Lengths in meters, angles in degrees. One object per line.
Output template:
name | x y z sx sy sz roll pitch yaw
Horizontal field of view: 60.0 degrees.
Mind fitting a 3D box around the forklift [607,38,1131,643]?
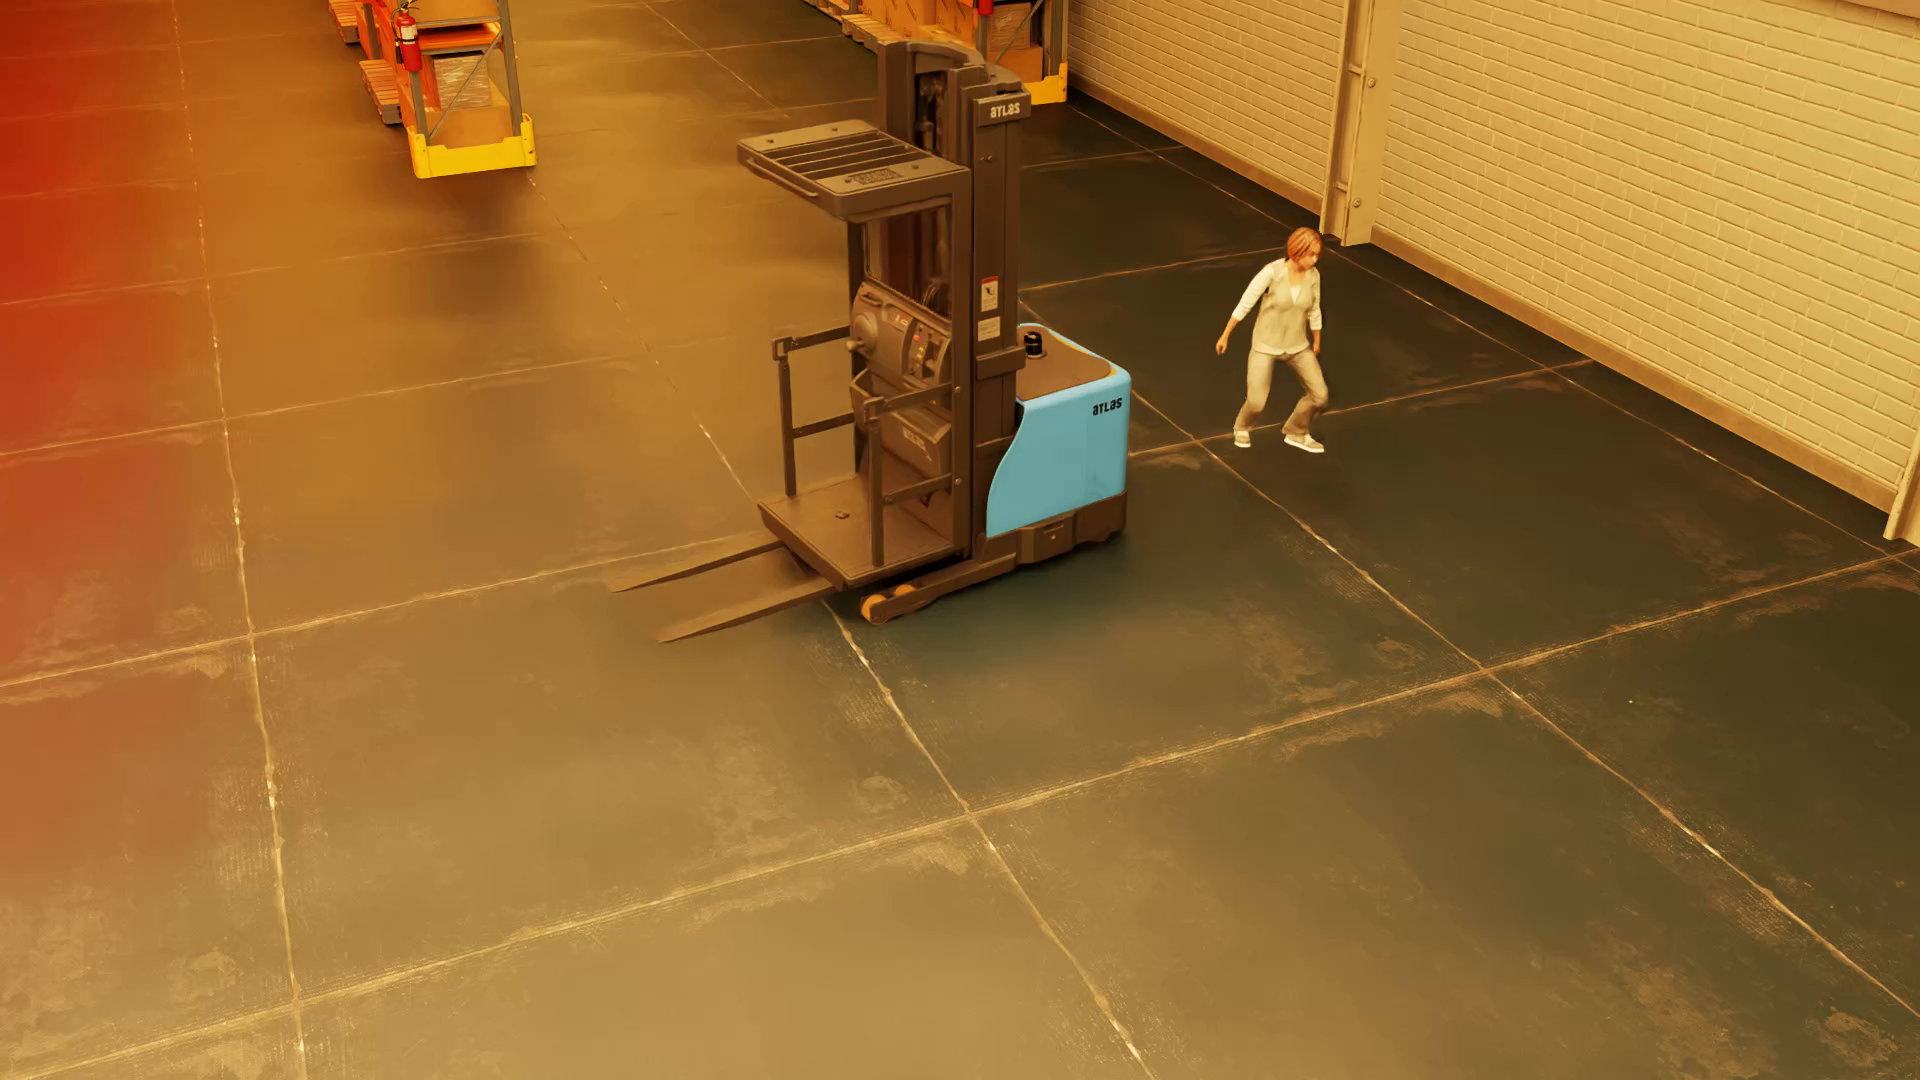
forklift | -0.504 -1.098 9.041 3.031 2.935 1.130 -18 35 -29

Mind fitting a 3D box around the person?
person | 1.946 -1.223 10.272 0.722 1.499 0.438 -4 30 -6
